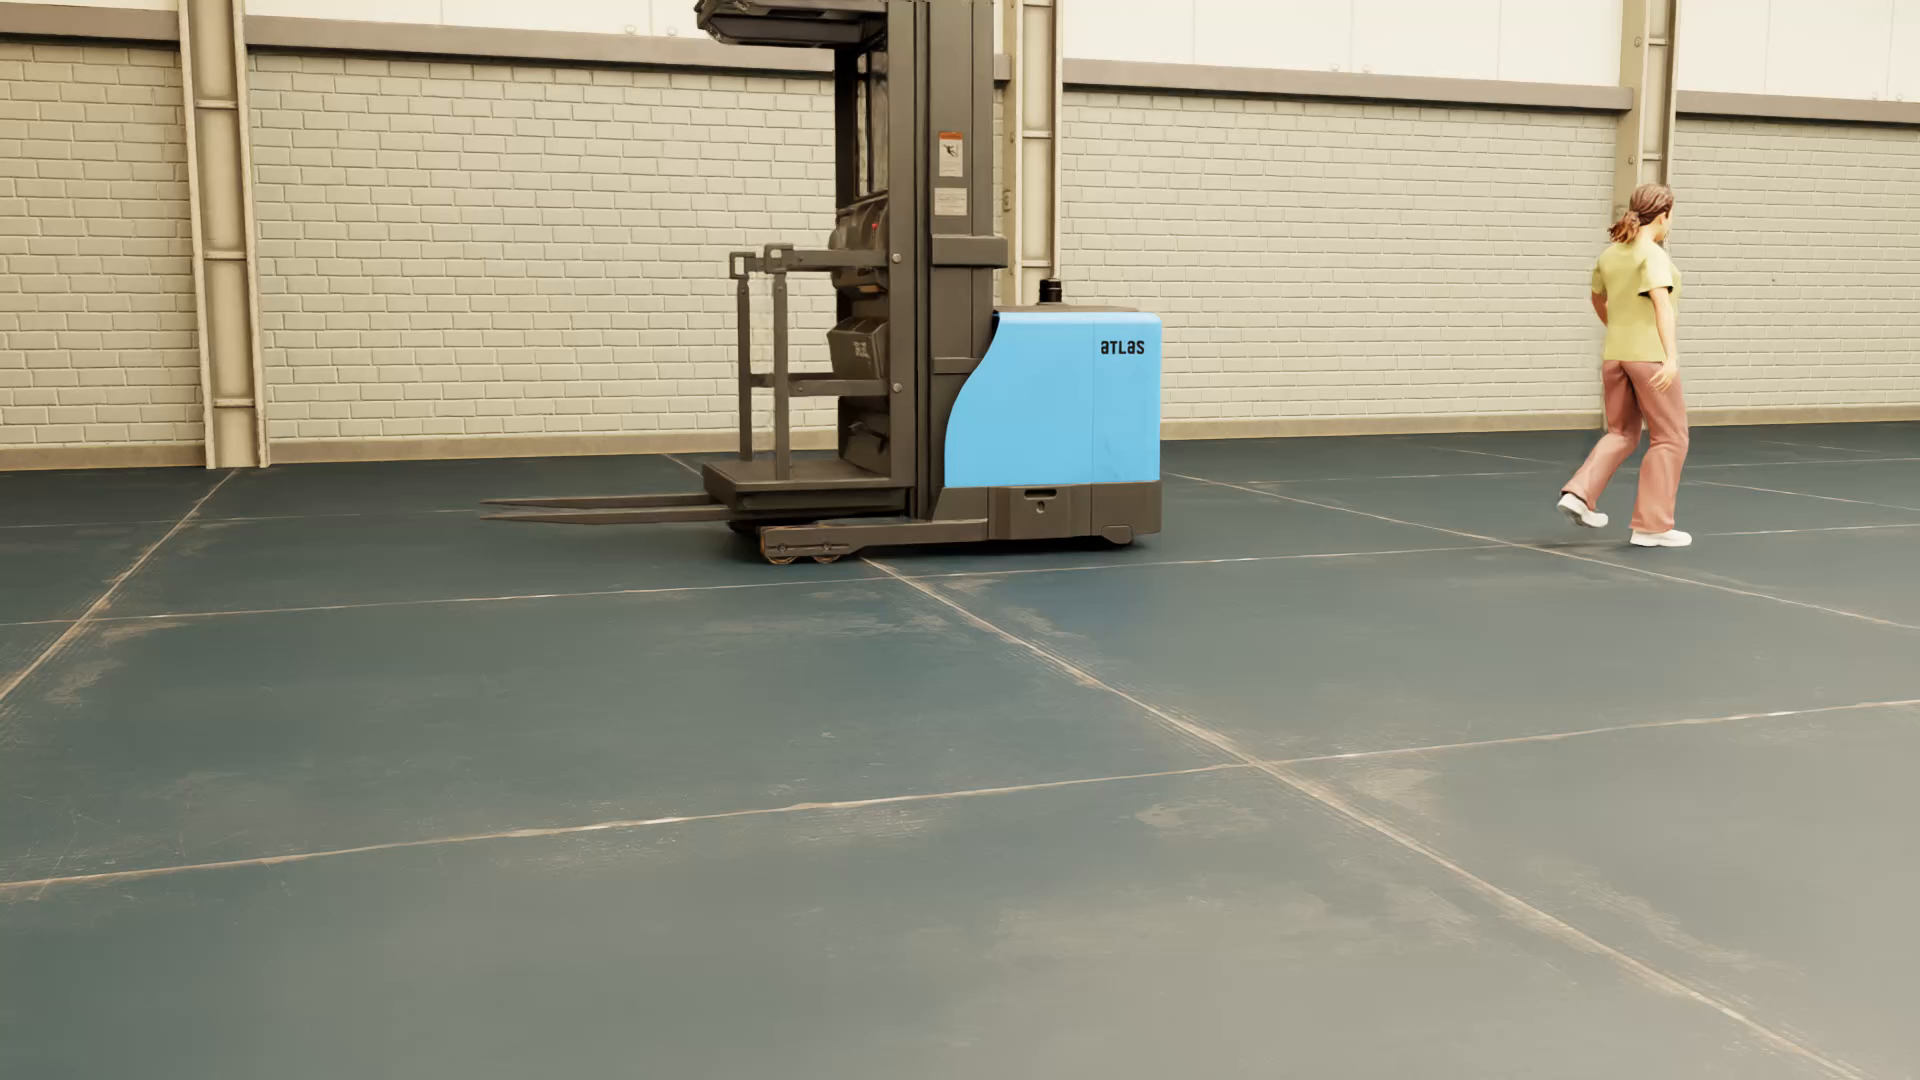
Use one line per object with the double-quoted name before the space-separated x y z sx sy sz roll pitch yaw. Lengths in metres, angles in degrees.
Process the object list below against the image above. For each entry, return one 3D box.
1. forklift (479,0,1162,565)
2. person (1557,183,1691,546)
"forklift" -0.645 -1.424 7.516 3.031 2.935 1.130 -2 8 -16
"person" 3.104 -0.796 7.643 0.603 1.660 0.737 -3 8 -21
